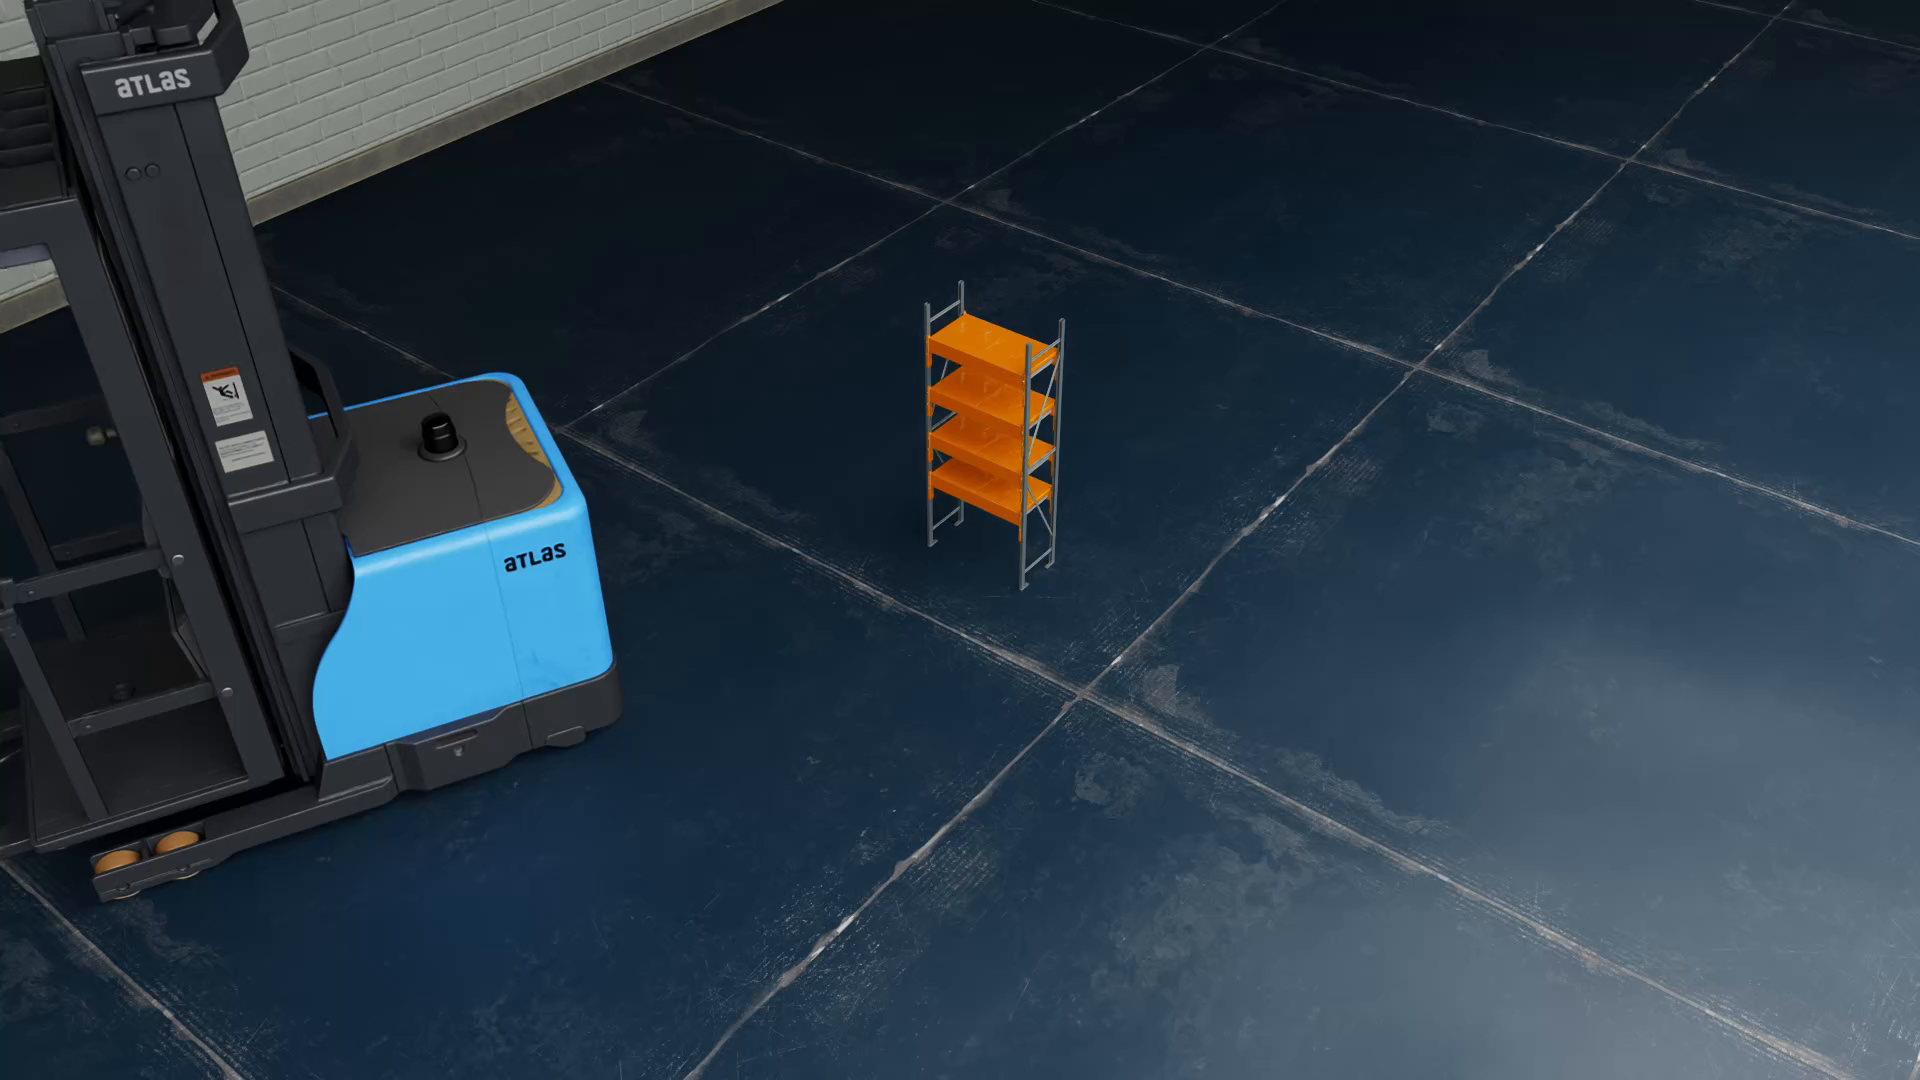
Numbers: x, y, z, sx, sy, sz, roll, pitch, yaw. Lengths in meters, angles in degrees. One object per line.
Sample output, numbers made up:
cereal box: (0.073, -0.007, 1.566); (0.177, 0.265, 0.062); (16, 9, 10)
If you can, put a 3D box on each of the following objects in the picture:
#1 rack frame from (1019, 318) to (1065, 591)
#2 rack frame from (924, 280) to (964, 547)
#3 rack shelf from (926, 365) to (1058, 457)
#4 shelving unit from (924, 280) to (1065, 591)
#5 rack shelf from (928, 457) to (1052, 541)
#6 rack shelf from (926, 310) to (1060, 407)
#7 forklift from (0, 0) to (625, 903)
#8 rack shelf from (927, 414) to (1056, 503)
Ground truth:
rack frame: (0.325, -0.319, 6.684); (0.015, 1.200, 0.240); (25, 45, 29)
rack frame: (-0.062, -0.502, 6.918); (0.015, 1.200, 0.240); (25, 45, 29)
rack shelf: (0.131, -0.534, 6.704); (0.480, 0.148, 0.258); (25, 45, 29)
shelving unit: (0.131, -0.410, 6.801); (0.503, 1.200, 0.258); (25, 45, 29)
rack shelf: (0.131, -0.201, 6.965); (0.480, 0.148, 0.258); (25, 45, 29)
rack shelf: (0.131, -0.720, 6.559); (0.480, 0.148, 0.258); (25, 45, 29)
forklift: (-2.828, -0.302, 5.259); (3.031, 2.935, 1.130); (-17, 41, -20)
rack shelf: (0.131, -0.357, 6.842); (0.480, 0.148, 0.258); (25, 45, 29)
